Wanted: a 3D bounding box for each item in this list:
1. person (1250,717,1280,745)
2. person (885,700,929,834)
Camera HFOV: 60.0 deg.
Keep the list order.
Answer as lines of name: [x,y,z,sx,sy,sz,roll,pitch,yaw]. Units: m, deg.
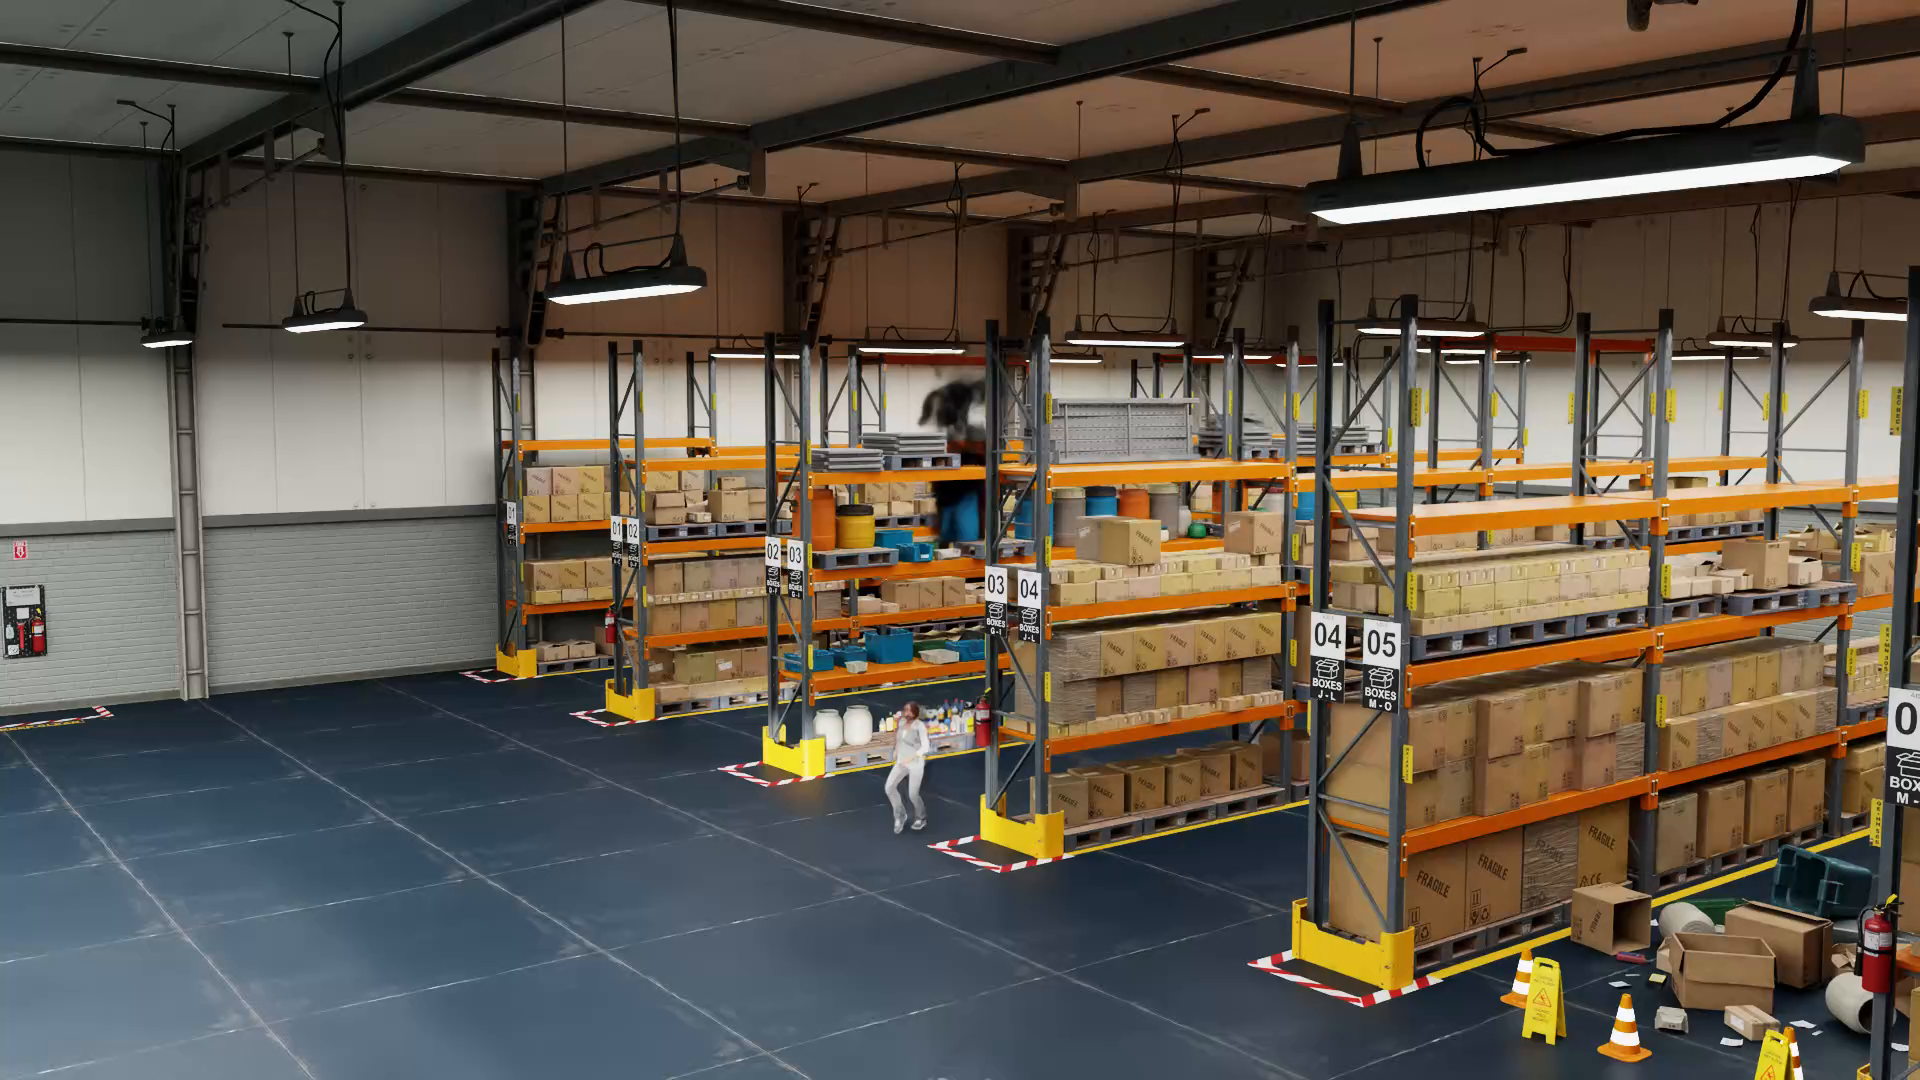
person: [4.394,2.183,23.628,0.989,1.768,0.662,-4,7,-41]
person: [-0.598,2.661,19.539,0.549,1.580,0.613,4,6,35]
